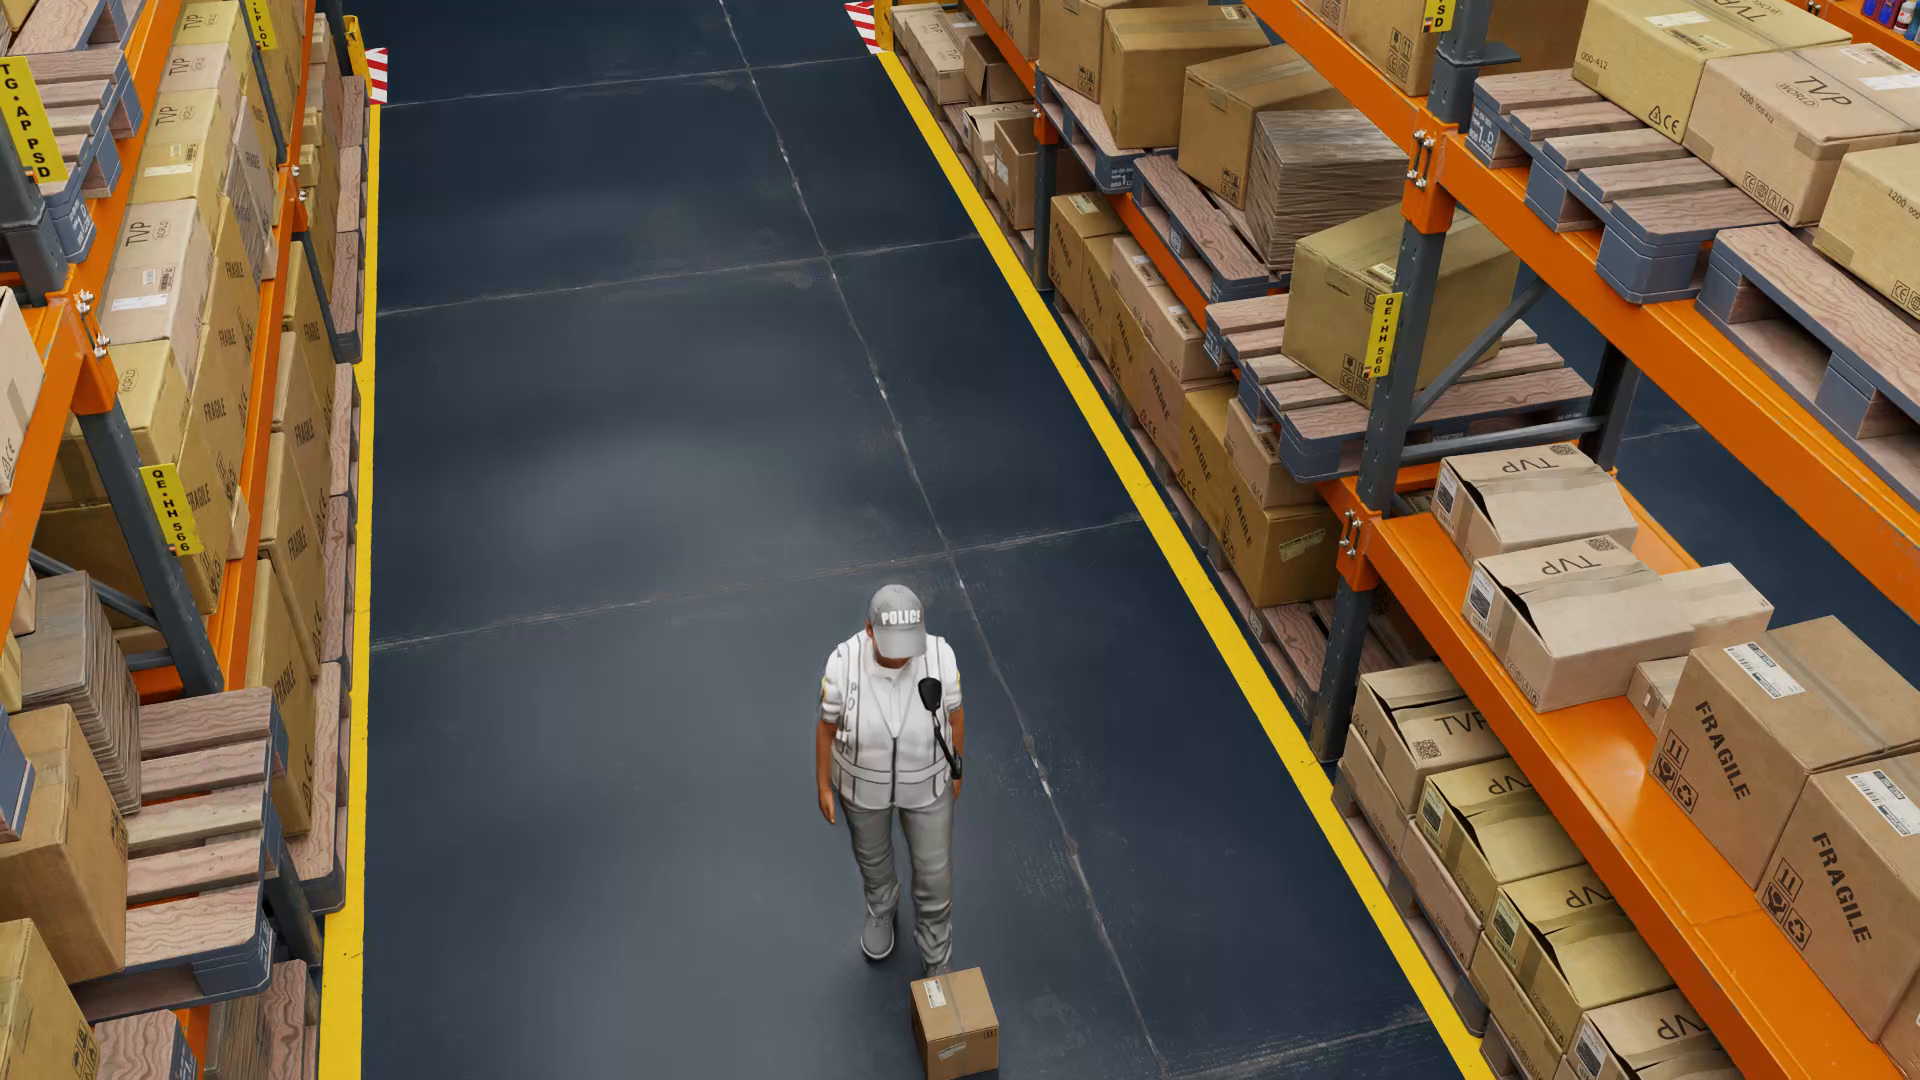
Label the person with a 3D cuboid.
[{"bbox_3d":[-0.232,0.872,5.617,0.502,1.687,0.539,-1,38,-1],"label":"person"}]
